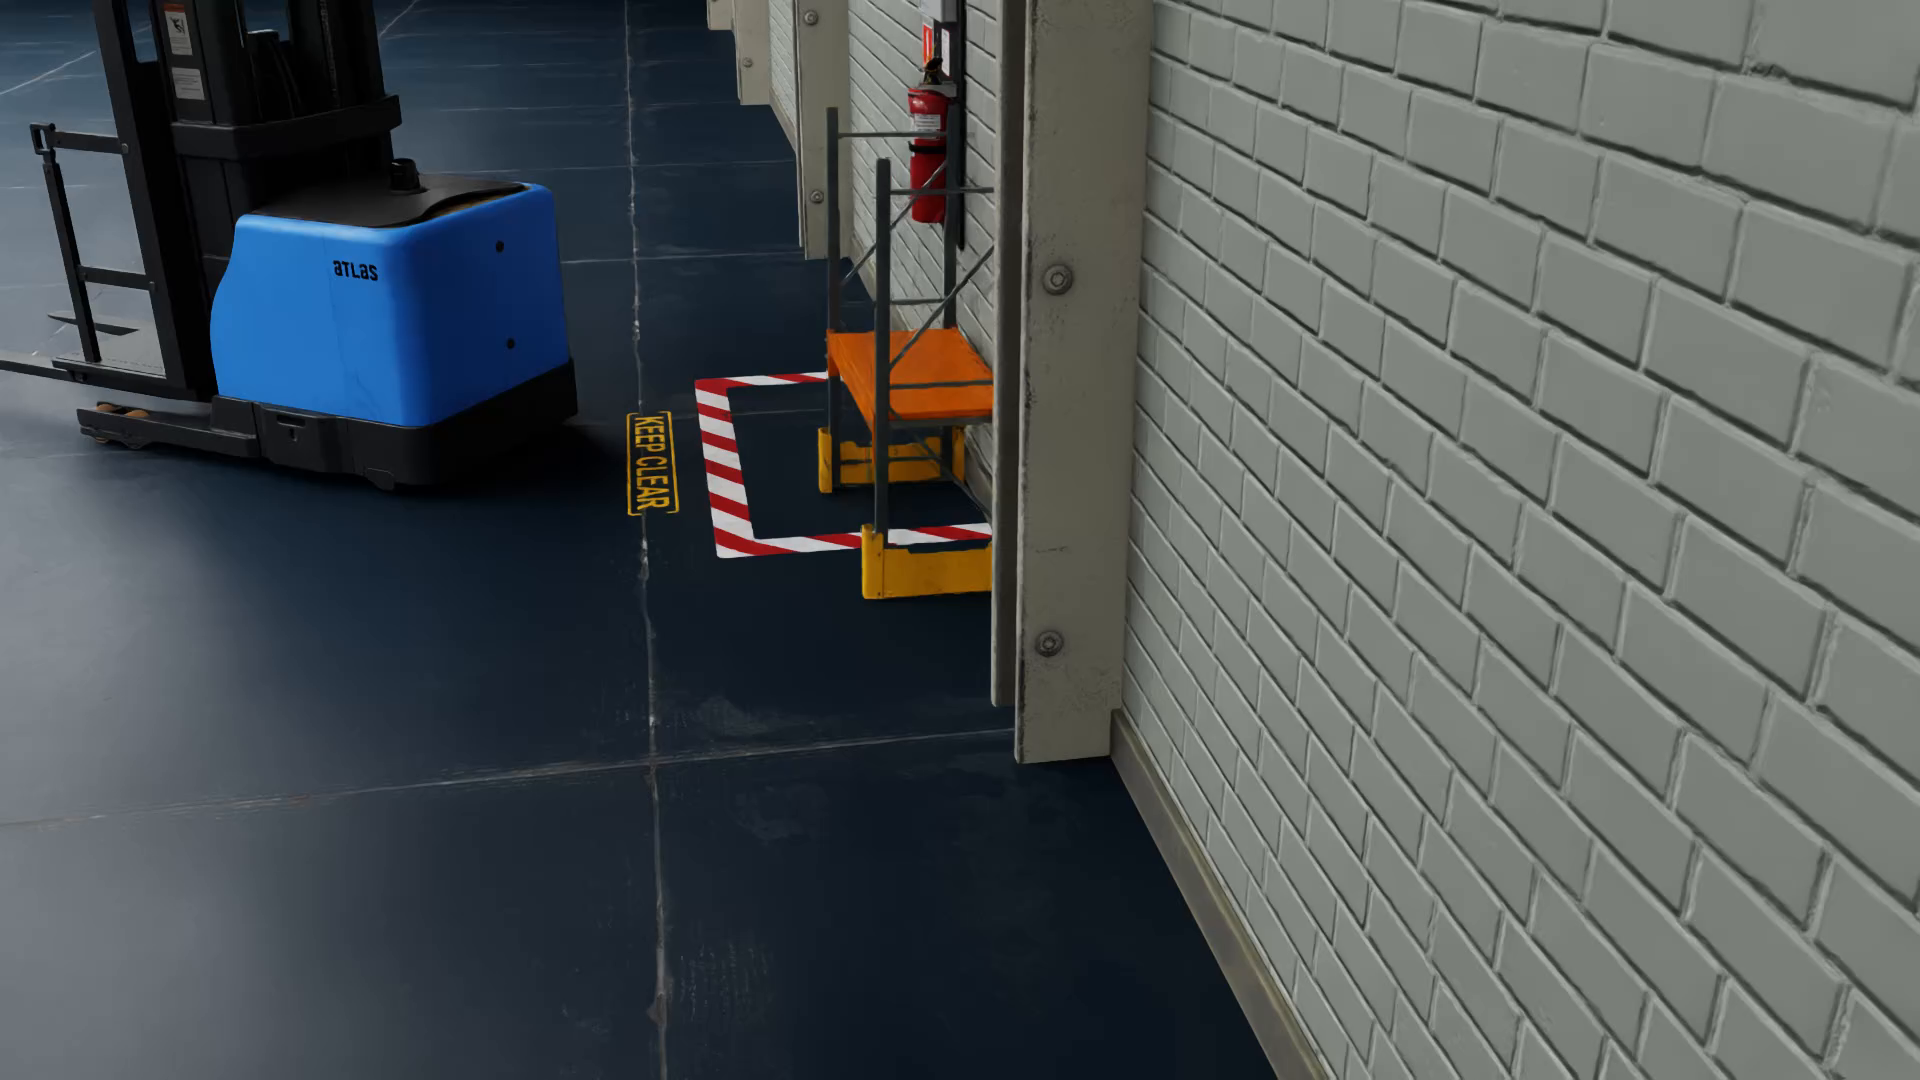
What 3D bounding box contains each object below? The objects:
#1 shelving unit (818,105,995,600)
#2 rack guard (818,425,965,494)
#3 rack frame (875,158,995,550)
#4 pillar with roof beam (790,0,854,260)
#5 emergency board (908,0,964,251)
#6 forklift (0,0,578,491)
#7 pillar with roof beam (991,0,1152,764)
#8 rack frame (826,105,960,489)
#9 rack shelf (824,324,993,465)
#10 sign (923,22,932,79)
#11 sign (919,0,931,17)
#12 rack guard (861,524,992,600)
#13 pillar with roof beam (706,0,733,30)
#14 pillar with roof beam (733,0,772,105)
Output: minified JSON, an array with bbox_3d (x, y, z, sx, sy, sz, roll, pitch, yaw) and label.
[{"bbox_3d":[-0.147,-0.712,5.981,0.587,1.500,1.083,-4,24,-12],"label":"shelving unit"},{"bbox_3d":[-0.273,-0.335,6.674,0.587,0.250,0.087,-4,24,-12],"label":"rack guard"},{"bbox_3d":[-0.034,-0.515,5.536,0.500,1.500,0.032,-4,24,-12],"label":"rack frame"},{"bbox_3d":[-5.058,-5.611,7.854,9.100,9.000,0.400,-4,24,-10],"label":"pillar with roof beam"},{"bbox_3d":[-0.138,-1.795,6.613,0.194,1.169,0.643,-4,24,-10],"label":"emergency board"},{"bbox_3d":[-3.255,-1.914,6.970,3.031,2.935,1.130,10,25,22],"label":"forklift"},{"bbox_3d":[-3.949,-3.251,2.451,9.100,9.000,0.400,-4,24,-10],"label":"pillar with roof beam"},{"bbox_3d":[-0.263,-0.915,6.442,0.500,1.500,0.032,-4,24,-12],"label":"rack frame"},{"bbox_3d":[-0.153,-0.551,6.060,0.538,0.185,1.000,-4,24,-12],"label":"rack shelf"},{"bbox_3d":[-0.138,-2.037,7.121,0.001,0.329,0.234,-4,24,-10],"label":"sign"},{"bbox_3d":[-0.146,-2.277,7.009,0.001,0.109,0.331,-4,24,-10],"label":"sign"},{"bbox_3d":[-0.049,0.057,5.786,0.587,0.250,0.087,-4,24,-12],"label":"rack guard"},{"bbox_3d":[-7.277,-10.331,18.661,9.100,9.000,0.400,-4,24,-10],"label":"pillar with roof beam"},{"bbox_3d":[-6.168,-7.971,13.258,9.100,9.000,0.400,-4,24,-10],"label":"pillar with roof beam"}]
